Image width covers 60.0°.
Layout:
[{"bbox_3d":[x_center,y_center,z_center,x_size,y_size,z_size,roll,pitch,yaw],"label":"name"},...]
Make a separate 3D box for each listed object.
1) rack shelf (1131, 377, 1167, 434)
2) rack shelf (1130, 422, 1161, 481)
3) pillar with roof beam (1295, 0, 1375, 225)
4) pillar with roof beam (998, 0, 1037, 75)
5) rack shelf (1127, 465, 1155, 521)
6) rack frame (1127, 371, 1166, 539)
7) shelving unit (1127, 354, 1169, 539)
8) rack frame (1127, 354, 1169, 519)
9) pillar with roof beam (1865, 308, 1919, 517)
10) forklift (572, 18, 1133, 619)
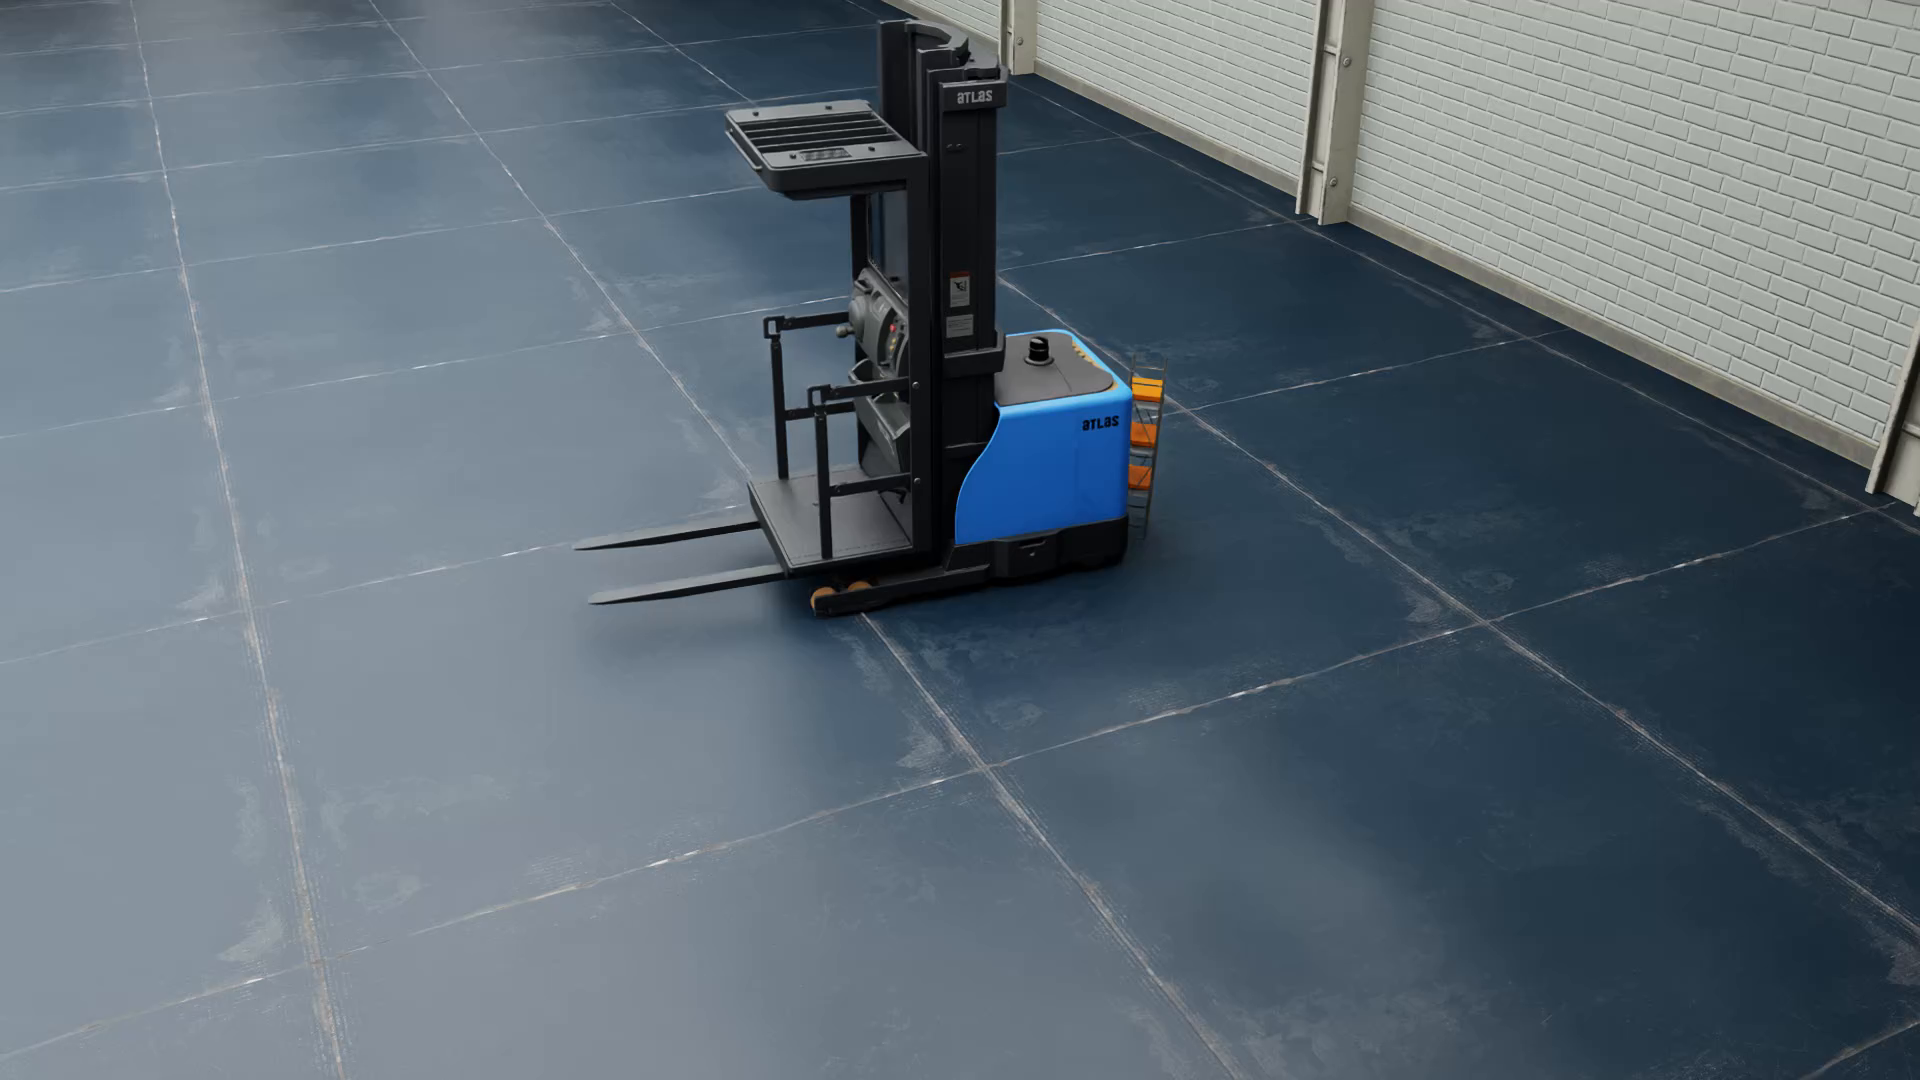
[{"bbox_3d":[1.055,-0.771,9.482,0.215,0.259,0.240,7,30,6],"label":"rack shelf"},{"bbox_3d":[1.040,-0.525,9.623,0.215,0.259,0.240,7,30,6],"label":"rack shelf"},{"bbox_3d":[-0.637,-5.926,11.117,9.100,9.000,0.400,-13,32,-22],"label":"pillar with roof beam"},{"bbox_3d":[-3.213,-8.576,15.843,9.100,9.000,0.400,-13,32,-22],"label":"pillar with roof beam"},{"bbox_3d":[1.025,-0.285,9.761,0.215,0.259,0.240,7,30,6],"label":"rack shelf"},{"bbox_3d":[1.021,-0.476,9.513,0.200,1.050,0.008,7,30,6],"label":"rack frame"},{"bbox_3d":[1.040,-0.535,9.618,0.215,1.050,0.252,7,30,6],"label":"shelving unit"},{"bbox_3d":[1.060,-0.594,9.723,0.200,1.050,0.008,7,30,6],"label":"rack frame"},{"bbox_3d":[1.939,-3.275,6.390,9.100,9.000,0.400,-13,32,-22],"label":"pillar with roof beam"},{"bbox_3d":[-0.618,-1.144,8.794,3.031,2.935,1.130,-9,31,-16],"label":"forklift"}]
